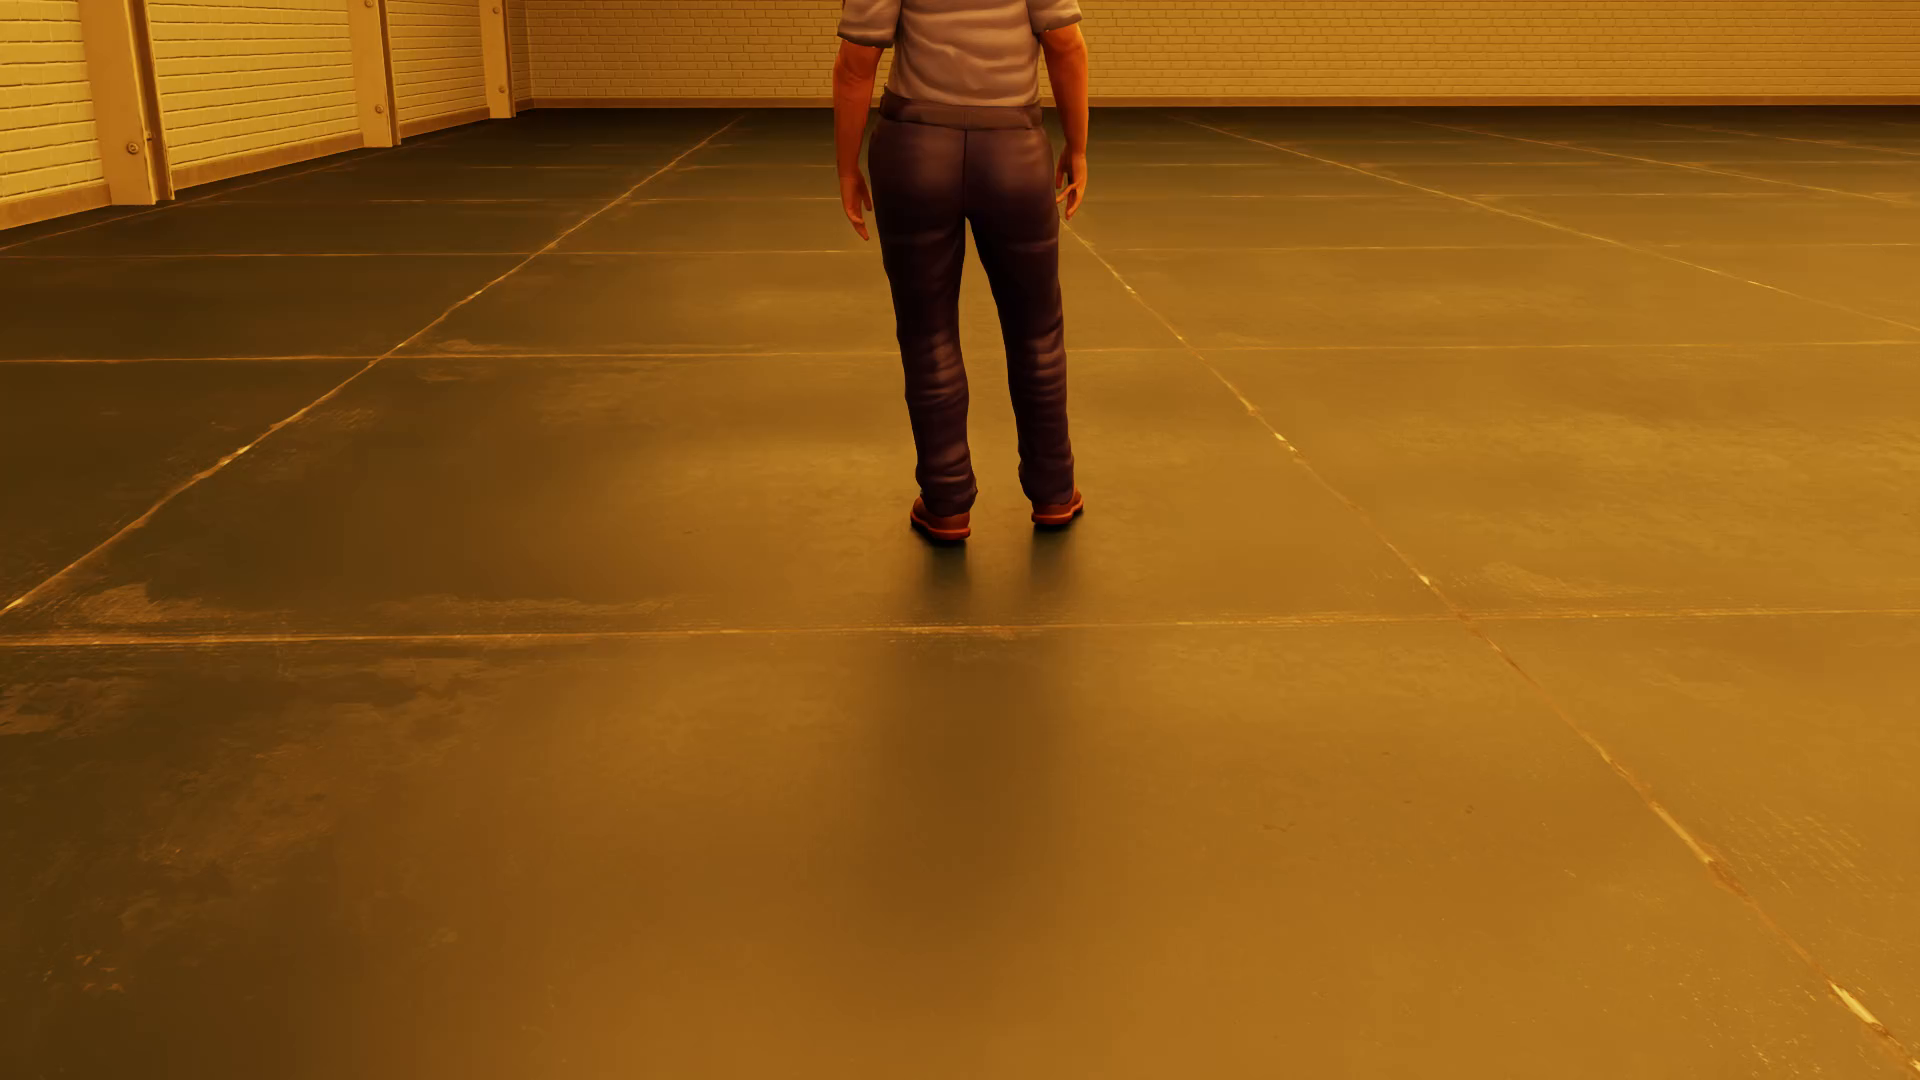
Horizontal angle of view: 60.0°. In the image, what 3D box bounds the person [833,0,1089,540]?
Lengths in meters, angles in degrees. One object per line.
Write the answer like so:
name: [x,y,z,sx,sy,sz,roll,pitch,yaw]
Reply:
person: [0.019,-0.821,3.762,0.598,1.651,0.502,-1,17,-3]
